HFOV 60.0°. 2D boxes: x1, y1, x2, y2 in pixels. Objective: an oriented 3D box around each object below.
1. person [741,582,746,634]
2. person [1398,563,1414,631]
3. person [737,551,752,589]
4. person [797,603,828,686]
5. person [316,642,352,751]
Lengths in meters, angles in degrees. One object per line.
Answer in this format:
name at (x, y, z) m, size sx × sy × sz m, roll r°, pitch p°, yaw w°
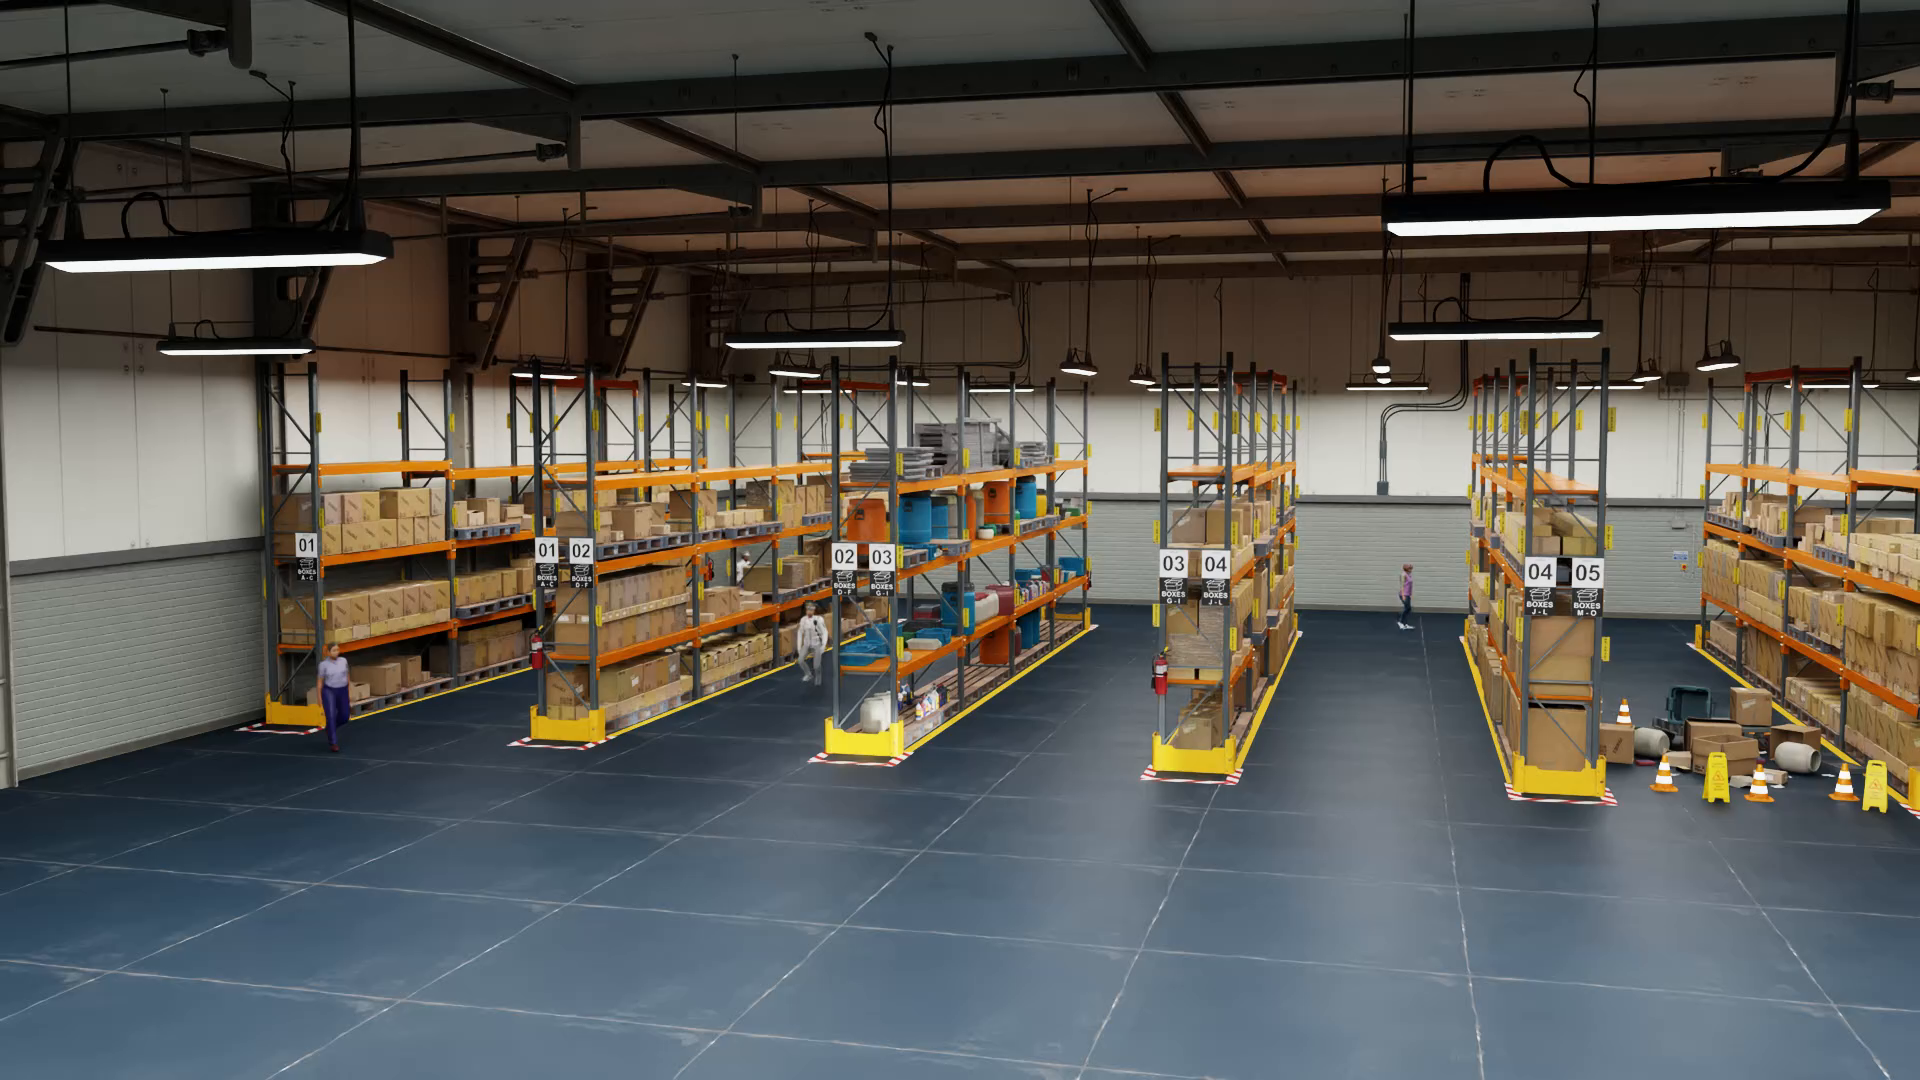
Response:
person at (-4.835, 1.537, 38.388) m, size 0.527 × 1.492 × 1.021 m, roll 1°, pitch 4°, yaw 12°
person at (10.810, 1.373, 40.273) m, size 0.355 × 1.627 × 0.478 m, roll 3°, pitch 5°, yaw 36°
person at (-5.667, 1.082, 43.884) m, size 1.018 × 1.612 × 0.438 m, roll 1°, pitch 4°, yaw 11°
person at (-2.725, 1.921, 30.622) m, size 0.583 × 1.584 × 0.670 m, roll 1°, pitch 4°, yaw 14°
person at (-9.640, 2.378, 25.610) m, size 0.529 × 1.618 × 0.803 m, roll -4°, pitch 6°, yaw -45°
